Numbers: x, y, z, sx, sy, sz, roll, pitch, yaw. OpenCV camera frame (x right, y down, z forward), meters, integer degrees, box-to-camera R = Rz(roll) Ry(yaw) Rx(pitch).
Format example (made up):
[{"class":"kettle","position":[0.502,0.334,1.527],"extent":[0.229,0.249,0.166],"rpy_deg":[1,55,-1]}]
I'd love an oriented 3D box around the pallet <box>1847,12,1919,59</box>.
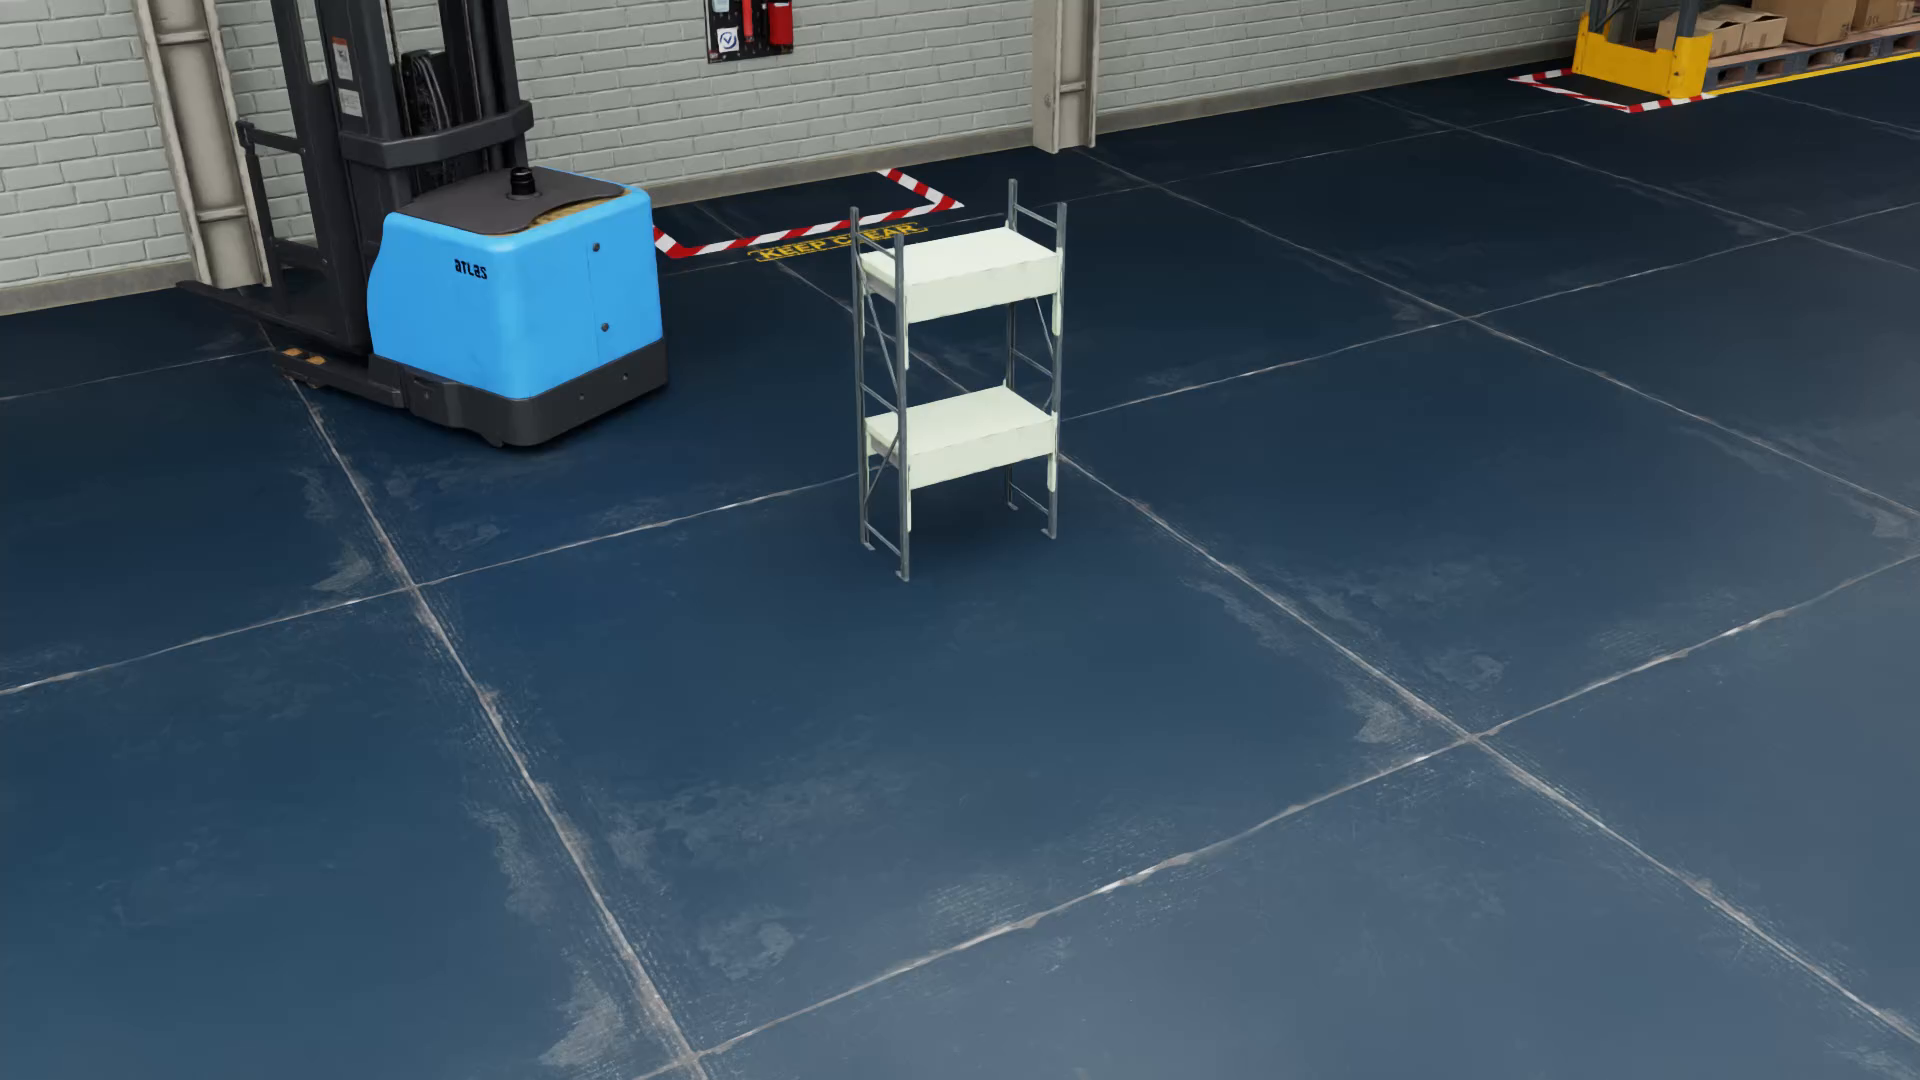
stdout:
[{"class":"pallet","position":[8.684,-4.849,15.818],"extent":[1.213,0.211,1.003],"rpy_deg":[-16,33,-26]}]

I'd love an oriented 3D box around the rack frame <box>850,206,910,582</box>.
[{"class":"rack frame","position":[-0.321,-0.565,6.722],"extent":[0.023,1.500,0.400],"rpy_deg":[-16,33,-26]}]

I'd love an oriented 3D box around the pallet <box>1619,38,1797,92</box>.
[{"class":"pallet","position":[6.580,-4.252,14.736],"extent":[1.213,0.211,1.003],"rpy_deg":[-16,33,-26]}]

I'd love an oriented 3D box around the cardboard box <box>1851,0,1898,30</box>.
[{"class":"cardboard box","position":[8.371,-5.076,15.476],"extent":[0.500,0.500,0.500],"rpy_deg":[-19,34,-30]}]

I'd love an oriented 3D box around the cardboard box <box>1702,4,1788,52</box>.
[{"class":"cardboard box","position":[6.930,-4.557,14.730],"extent":[0.500,0.311,0.500],"rpy_deg":[-13,31,-22]}]

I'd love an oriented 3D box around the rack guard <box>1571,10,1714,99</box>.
[{"class":"rack guard","position":[5.862,-4.194,14.332],"extent":[0.348,0.500,1.175],"rpy_deg":[-16,33,-26]}]

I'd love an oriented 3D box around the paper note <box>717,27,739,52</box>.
[{"class":"paper note","position":[-1.549,-3.344,11.116],"extent":[0.142,0.148,0.016],"rpy_deg":[-16,33,-26]}]

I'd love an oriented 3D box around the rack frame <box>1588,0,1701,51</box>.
[{"class":"rack frame","position":[5.796,-5.270,13.695],"extent":[0.127,3.000,1.000],"rpy_deg":[-16,33,-26]}]

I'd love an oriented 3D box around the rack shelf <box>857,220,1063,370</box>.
[{"class":"rack shelf","position":[-0.006,-0.997,6.696],"extent":[0.720,0.370,0.431],"rpy_deg":[-16,33,-26]}]

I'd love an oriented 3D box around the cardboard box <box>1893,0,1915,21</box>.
[{"class":"cardboard box","position":[8.799,-5.058,15.787],"extent":[0.250,0.166,0.380],"rpy_deg":[-21,35,-33]}]

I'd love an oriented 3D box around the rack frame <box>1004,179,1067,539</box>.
[{"class":"rack frame","position":[0.310,-0.745,7.047],"extent":[0.023,1.500,0.400],"rpy_deg":[-16,33,-26]}]

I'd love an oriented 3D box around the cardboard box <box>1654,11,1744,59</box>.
[{"class":"cardboard box","position":[6.439,-4.417,14.477],"extent":[0.500,0.311,0.500],"rpy_deg":[-20,35,-32]}]

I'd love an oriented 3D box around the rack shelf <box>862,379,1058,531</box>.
[{"class":"rack shelf","position":[-0.006,-0.370,7.042],"extent":[0.720,0.370,0.431],"rpy_deg":[-16,33,-26]}]

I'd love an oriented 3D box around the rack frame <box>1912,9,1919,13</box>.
[{"class":"rack frame","position":[9.245,-6.249,15.469],"extent":[0.127,3.000,1.000],"rpy_deg":[-16,33,-26]}]

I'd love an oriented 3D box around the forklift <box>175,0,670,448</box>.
[{"class":"forklift","position":[-3.008,-2.266,8.322],"extent":[3.031,2.935,1.130],"rpy_deg":[18,34,29]}]

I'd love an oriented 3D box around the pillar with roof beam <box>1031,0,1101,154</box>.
[{"class":"pillar with roof beam","position":[2.970,-5.166,7.298],"extent":[0.400,9.000,9.100],"rpy_deg":[-16,33,-26]}]

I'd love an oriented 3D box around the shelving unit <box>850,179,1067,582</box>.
[{"class":"shelving unit","position":[-0.006,-0.655,6.885],"extent":[0.755,1.500,0.431],"rpy_deg":[-16,33,-26]}]

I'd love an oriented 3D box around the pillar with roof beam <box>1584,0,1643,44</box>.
[{"class":"pillar with roof beam","position":[8.143,-6.635,9.959],"extent":[0.400,9.000,9.100],"rpy_deg":[-16,33,-26]}]

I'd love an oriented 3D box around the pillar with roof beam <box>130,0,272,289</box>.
[{"class":"pillar with roof beam","position":[-2.203,-3.697,4.636],"extent":[0.400,9.000,9.100],"rpy_deg":[-16,33,-26]}]

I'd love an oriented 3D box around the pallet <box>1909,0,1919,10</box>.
[{"class":"pallet","position":[9.916,-5.219,16.489],"extent":[1.213,0.211,1.003],"rpy_deg":[-16,33,-26]}]

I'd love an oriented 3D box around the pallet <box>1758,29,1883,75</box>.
[{"class":"pallet","position":[7.631,-4.548,15.273],"extent":[1.213,0.211,1.003],"rpy_deg":[-16,33,-26]}]

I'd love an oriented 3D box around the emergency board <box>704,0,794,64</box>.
[{"class":"emergency board","position":[-1.361,-3.744,10.929],"extent":[0.643,1.169,0.194],"rpy_deg":[-16,33,-26]}]

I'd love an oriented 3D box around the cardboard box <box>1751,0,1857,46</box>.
[{"class":"cardboard box","position":[7.588,-4.798,14.972],"extent":[0.500,0.500,0.700],"rpy_deg":[-18,34,-29]}]
